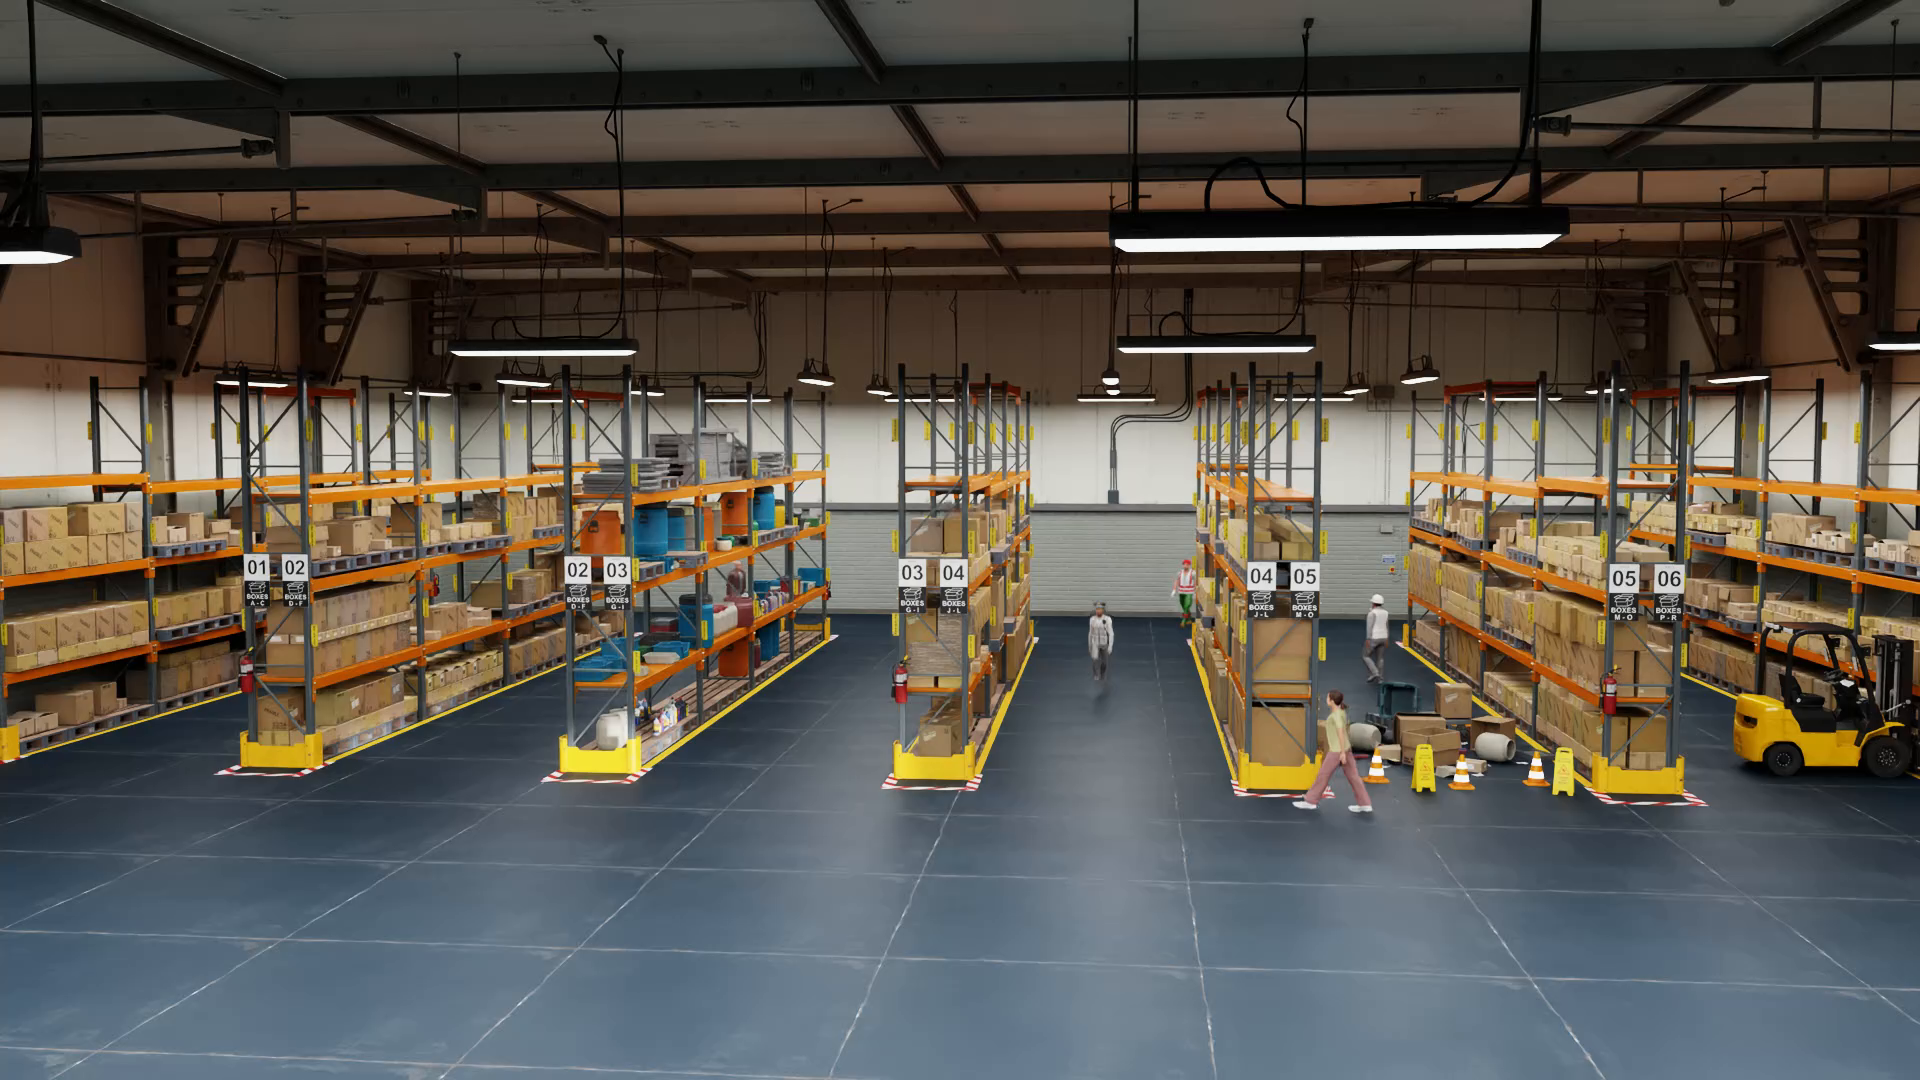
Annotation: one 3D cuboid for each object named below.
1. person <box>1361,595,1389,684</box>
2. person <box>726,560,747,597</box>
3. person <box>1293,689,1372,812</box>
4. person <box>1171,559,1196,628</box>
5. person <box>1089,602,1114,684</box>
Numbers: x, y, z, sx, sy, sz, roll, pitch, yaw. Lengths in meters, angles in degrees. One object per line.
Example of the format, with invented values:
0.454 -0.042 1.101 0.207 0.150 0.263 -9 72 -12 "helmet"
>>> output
8.356 1.981 33.274 0.574 1.775 0.457 -2 4 -28 "person"
-5.785 1.381 42.981 1.161 1.725 0.567 2 4 32 "person"
4.941 2.763 21.946 1.020 1.598 0.492 2 4 25 "person"
5.777 1.370 42.807 0.590 1.741 1.051 2 4 30 "person"
2.711 1.986 31.941 0.480 1.645 0.878 0 4 2 "person"
